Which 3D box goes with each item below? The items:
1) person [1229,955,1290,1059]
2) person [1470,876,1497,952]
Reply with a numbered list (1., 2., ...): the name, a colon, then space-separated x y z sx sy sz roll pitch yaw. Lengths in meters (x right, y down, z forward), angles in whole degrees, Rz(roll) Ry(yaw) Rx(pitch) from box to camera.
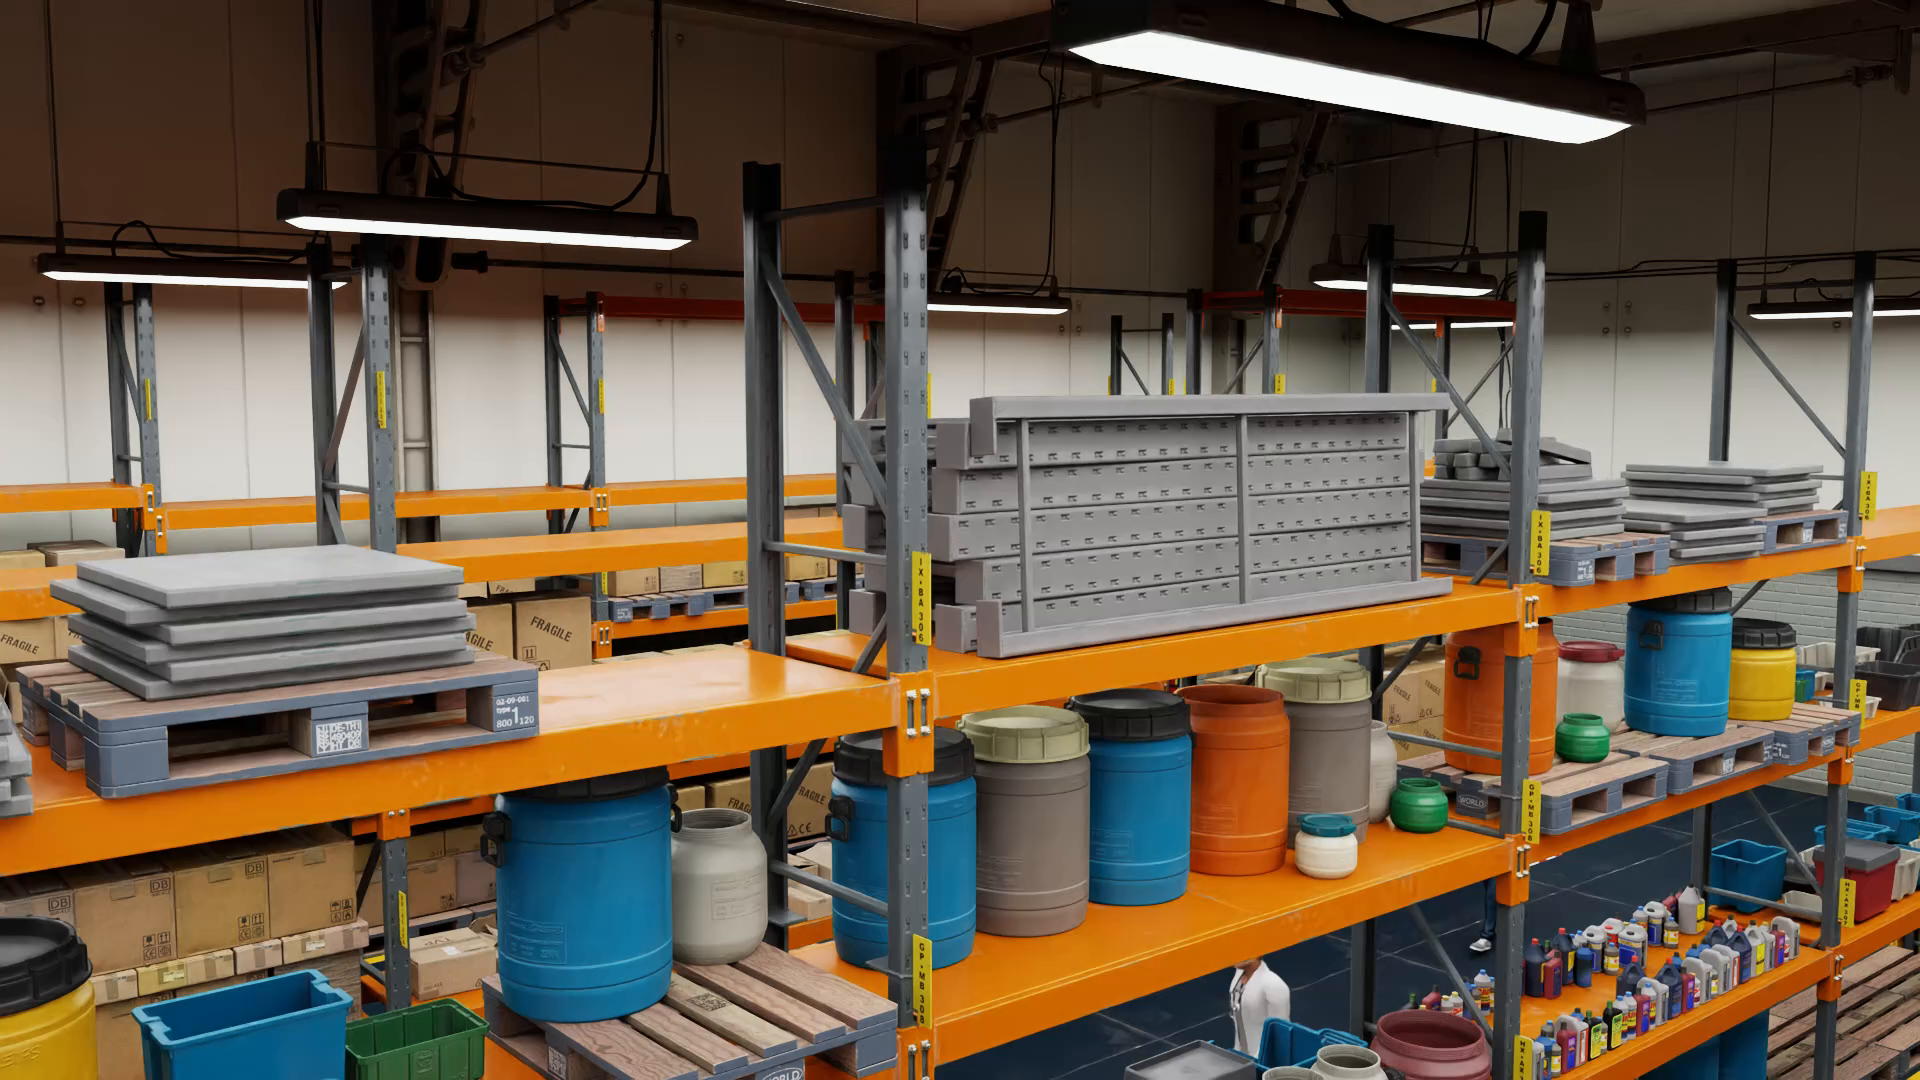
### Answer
1. person: 1.954 3.309 10.627 0.848 1.695 0.620 -3 6 -26
2. person: 4.876 2.945 15.254 0.839 1.500 0.449 -4 7 -33
